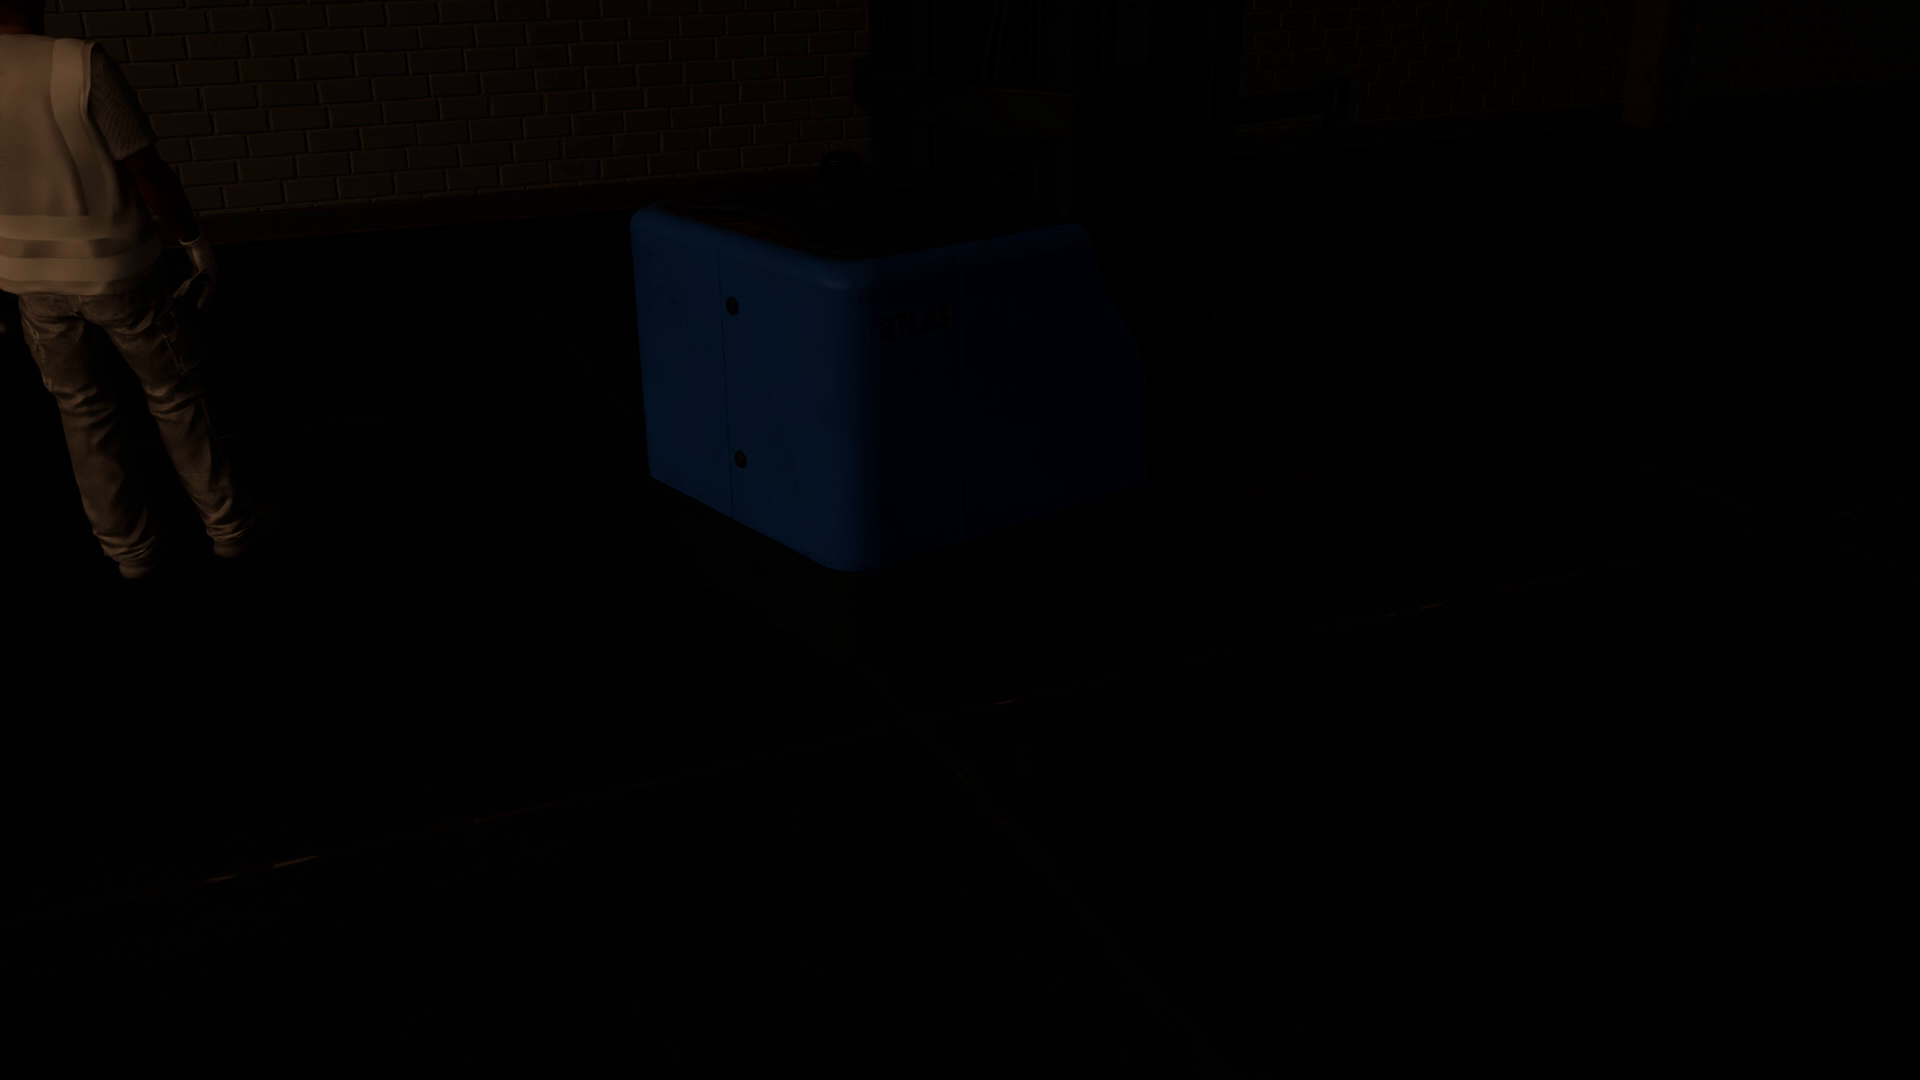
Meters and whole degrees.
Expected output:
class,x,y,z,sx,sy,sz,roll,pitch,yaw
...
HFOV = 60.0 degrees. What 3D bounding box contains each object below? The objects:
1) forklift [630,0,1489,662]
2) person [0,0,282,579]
class,x,y,z,sx,sy,sz,roll,pitch,yaw
forklift,0.545,-1.491,4.876,3.031,2.935,1.130,-18,29,-37
person,-2.390,-0.762,4.600,0.660,1.783,0.578,-2,23,-6
